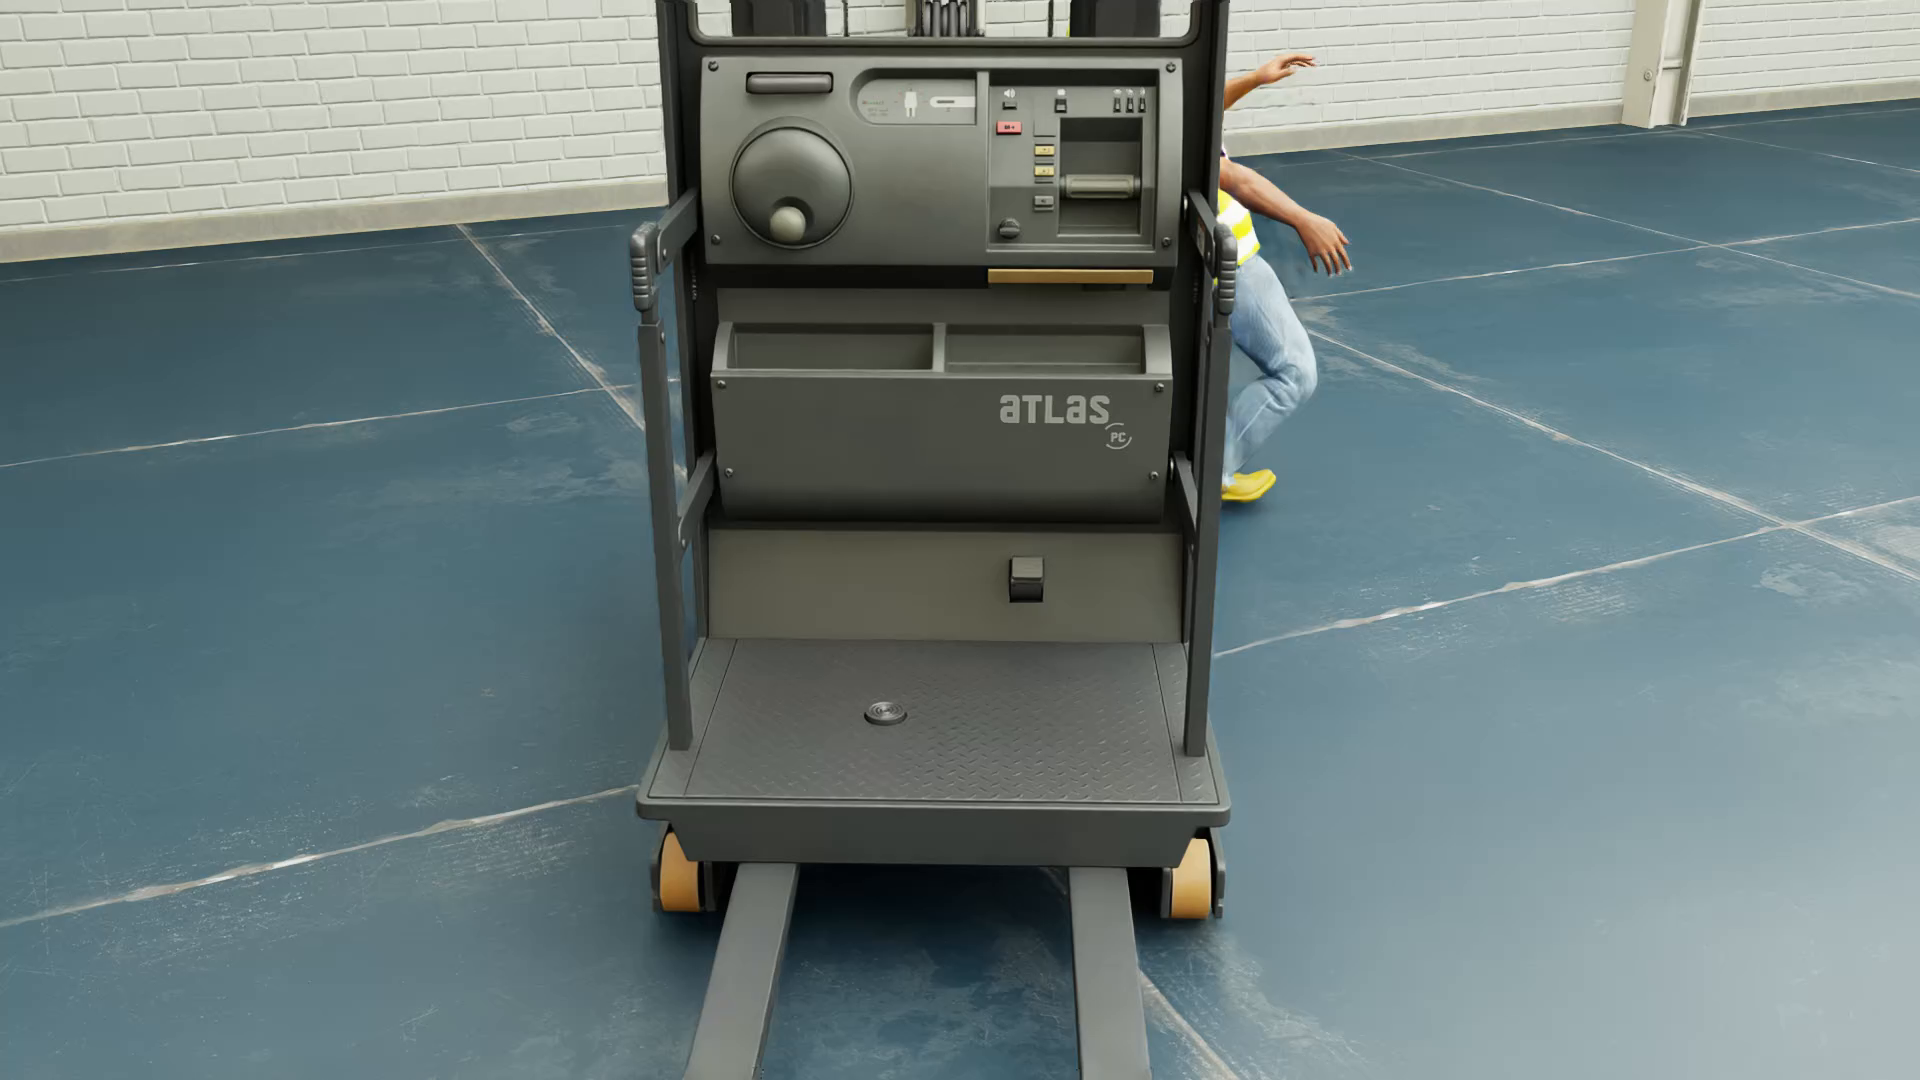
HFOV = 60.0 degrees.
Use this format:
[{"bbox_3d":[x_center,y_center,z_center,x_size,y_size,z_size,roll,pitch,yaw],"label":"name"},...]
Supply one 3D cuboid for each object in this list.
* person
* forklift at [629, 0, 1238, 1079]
[{"bbox_3d":[0.757,-0.828,5.029,0.800,1.518,0.972,-15,27,-32],"label":"person"},{"bbox_3d":[-0.040,-0.723,3.026,1.130,2.935,3.031,1,23,1],"label":"forklift"}]
